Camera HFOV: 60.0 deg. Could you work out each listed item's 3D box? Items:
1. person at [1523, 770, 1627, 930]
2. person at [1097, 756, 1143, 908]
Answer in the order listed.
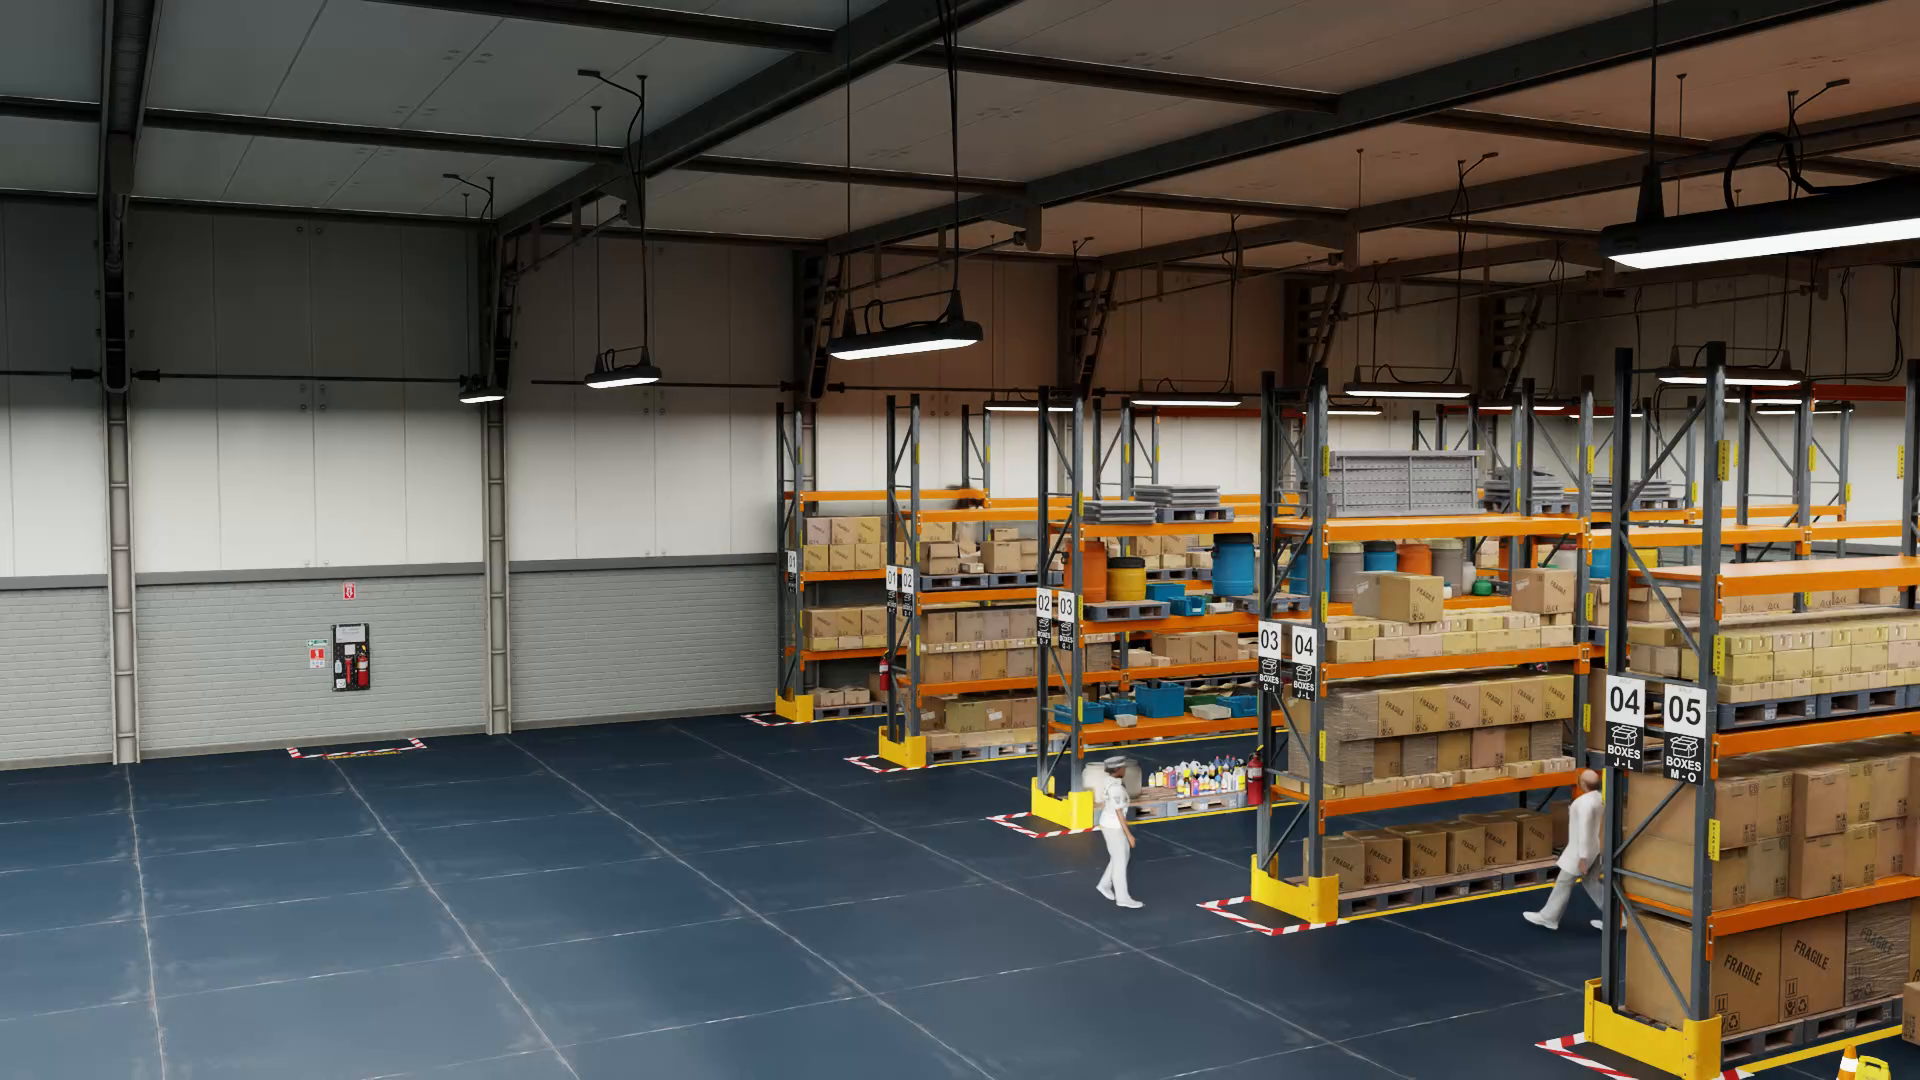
[{"bbox_3d":[6.575,3.298,17.722,1.035,1.739,0.658,2,4,28],"label":"person"},{"bbox_3d":[1.797,3.266,18.710,0.501,1.681,0.580,0,3,0],"label":"person"}]
